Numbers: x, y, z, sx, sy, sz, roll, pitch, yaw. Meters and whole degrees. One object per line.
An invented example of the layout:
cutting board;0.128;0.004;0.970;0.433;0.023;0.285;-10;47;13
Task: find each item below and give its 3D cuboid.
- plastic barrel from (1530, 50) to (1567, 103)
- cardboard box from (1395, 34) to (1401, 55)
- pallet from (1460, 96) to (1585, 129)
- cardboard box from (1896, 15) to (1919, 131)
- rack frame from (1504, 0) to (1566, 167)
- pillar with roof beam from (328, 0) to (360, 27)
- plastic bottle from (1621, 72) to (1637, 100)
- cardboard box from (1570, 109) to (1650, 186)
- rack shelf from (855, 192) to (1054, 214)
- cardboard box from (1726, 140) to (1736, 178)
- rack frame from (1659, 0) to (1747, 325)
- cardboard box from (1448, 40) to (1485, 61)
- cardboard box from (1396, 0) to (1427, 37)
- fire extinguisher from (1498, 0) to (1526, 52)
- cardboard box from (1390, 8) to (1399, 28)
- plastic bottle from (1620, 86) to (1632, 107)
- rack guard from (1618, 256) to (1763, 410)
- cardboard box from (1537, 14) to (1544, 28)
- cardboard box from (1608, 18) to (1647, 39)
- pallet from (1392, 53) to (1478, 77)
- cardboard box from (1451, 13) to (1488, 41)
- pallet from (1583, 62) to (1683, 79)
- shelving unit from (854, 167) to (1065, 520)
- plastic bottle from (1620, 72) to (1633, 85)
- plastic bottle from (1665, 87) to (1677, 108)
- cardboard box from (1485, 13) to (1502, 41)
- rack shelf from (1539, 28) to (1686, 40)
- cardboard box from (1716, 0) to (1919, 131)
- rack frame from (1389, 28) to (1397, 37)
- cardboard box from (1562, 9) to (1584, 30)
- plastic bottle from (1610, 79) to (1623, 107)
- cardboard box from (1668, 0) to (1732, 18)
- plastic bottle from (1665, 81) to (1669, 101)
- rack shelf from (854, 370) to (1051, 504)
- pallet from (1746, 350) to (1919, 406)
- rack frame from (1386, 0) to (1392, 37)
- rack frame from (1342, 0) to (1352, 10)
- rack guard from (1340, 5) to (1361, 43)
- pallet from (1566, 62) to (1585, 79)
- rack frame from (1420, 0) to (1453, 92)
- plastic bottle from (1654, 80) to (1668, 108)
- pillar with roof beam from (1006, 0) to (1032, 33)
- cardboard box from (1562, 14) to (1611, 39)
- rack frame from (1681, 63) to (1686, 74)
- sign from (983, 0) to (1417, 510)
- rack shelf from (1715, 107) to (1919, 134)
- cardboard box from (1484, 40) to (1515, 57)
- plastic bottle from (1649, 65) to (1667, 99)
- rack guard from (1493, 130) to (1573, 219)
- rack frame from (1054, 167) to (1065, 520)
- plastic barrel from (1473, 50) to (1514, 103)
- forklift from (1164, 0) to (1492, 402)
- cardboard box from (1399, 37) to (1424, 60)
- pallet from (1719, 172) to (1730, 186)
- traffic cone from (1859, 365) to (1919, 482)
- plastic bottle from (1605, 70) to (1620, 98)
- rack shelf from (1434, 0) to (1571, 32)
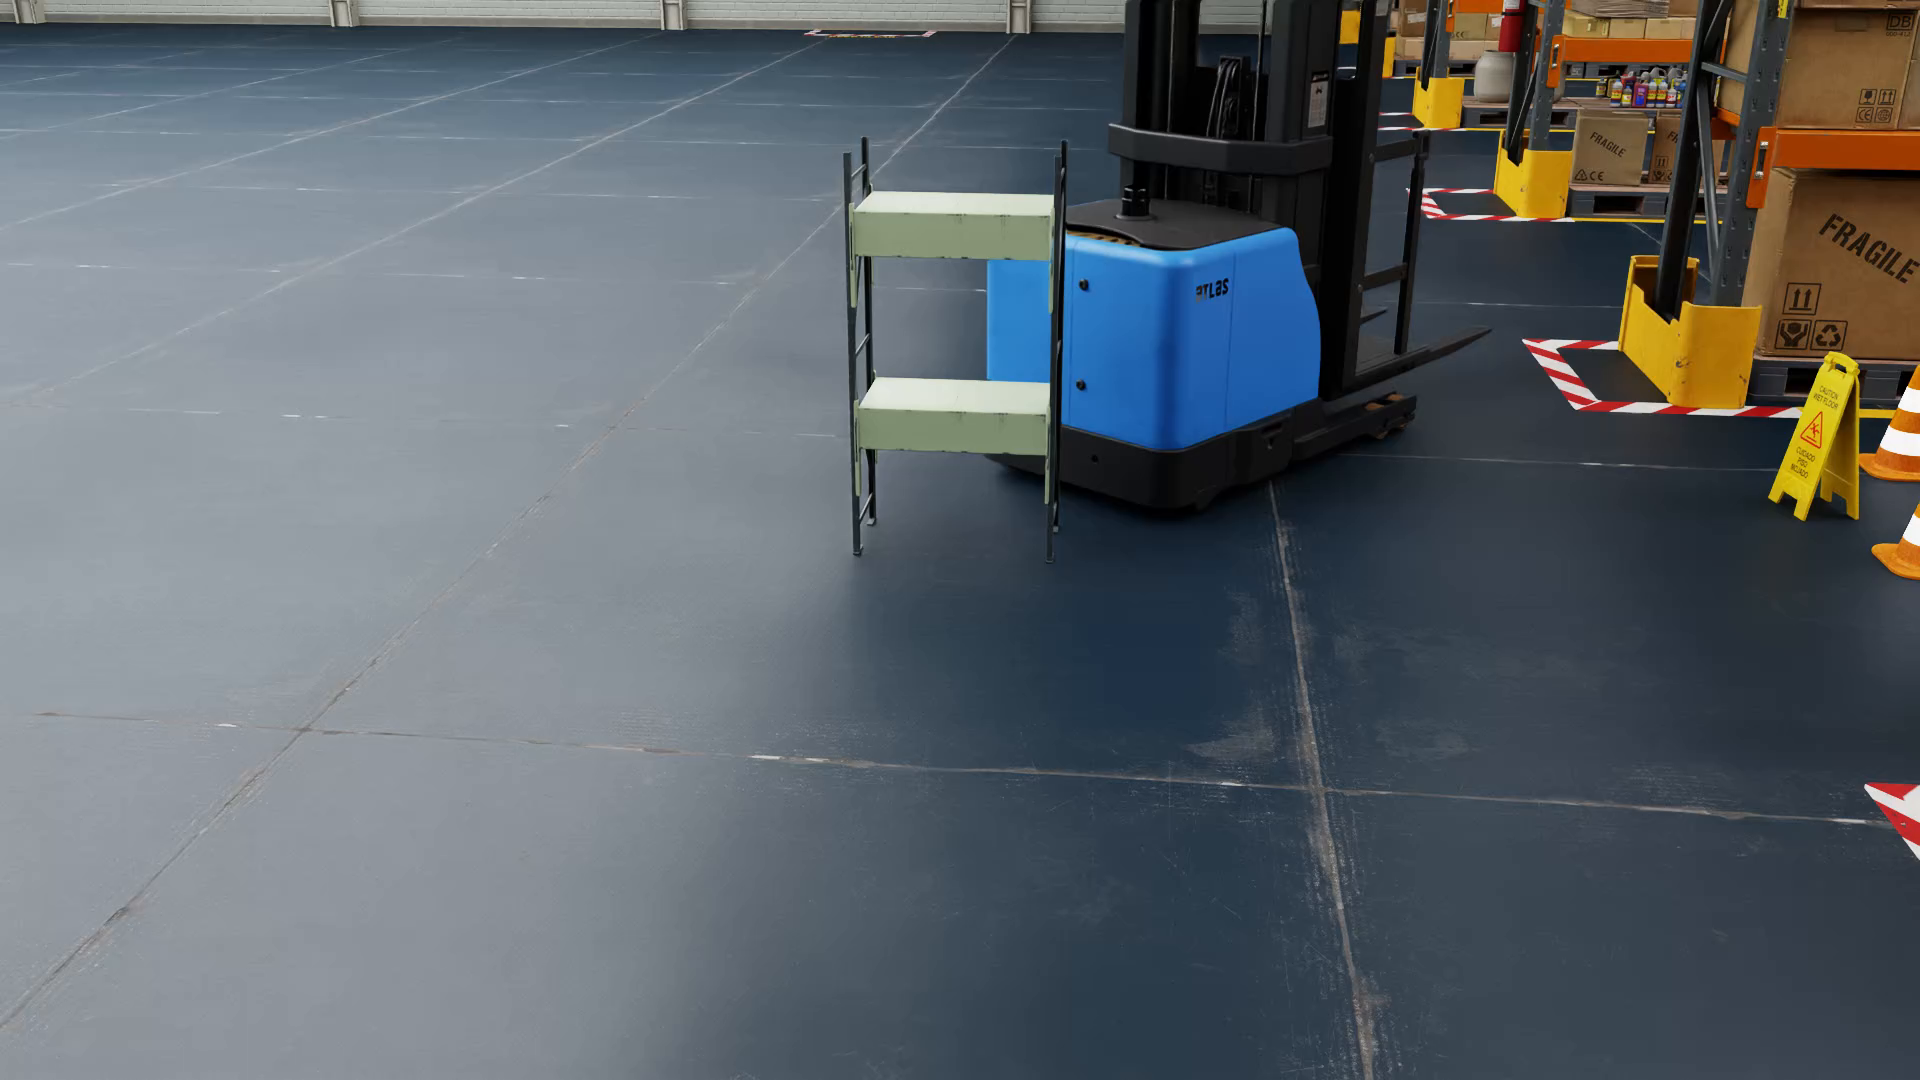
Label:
plastic barrel;6.155;-4.874;17.500;0.421;0.512;0.421;0;22;0
cardboard box;6.148;-6.667;22.392;0.500;0.250;0.500;2;22;6
pallet;5.881;-4.537;17.630;1.213;0.211;1.003;2;22;6
cardboard box;4.650;-2.297;7.966;0.550;0.550;0.875;2;22;6
rack frame;4.411;-4.049;12.602;0.127;3.000;1.000;2;22;6
pillar with roof beam;-11.424;-11.757;23.939;0.400;9.000;9.100;2;22;6
plastic bottle;7.105;-4.820;17.647;0.133;0.283;0.061;2;22;6
cardboard box;5.029;-3.049;12.900;0.500;0.500;0.500;7;23;16
rack shelf;-0.007;-1.152;5.985;0.686;0.124;0.368;2;22;6
cardboard box;6.247;-3.001;12.781;0.500;0.500;0.500;5;22;11
rack frame;3.728;-2.244;8.035;0.053;2.616;0.949;2;22;6
cardboard box;6.584;-6.458;21.863;0.500;0.250;0.500;2;22;6
cardboard box;6.148;-7.017;22.256;0.500;0.500;0.500;2;22;6
fire extinguisher;4.352;-4.186;13.054;0.183;0.674;0.296;2;22;6
cardboard box;6.837;-8.366;26.580;0.500;0.311;0.500;0;22;0
plastic bottle;6.861;-4.564;17.112;0.097;0.201;0.097;0;22;0
rack guard;3.703;-1.081;8.495;0.348;0.500;1.175;2;22;6
cardboard box;7.577;-6.761;21.610;0.500;0.500;0.500;2;22;6
cardboard box;4.912;-3.815;12.352;0.250;0.149;0.380;2;22;6
pallet;6.345;-6.351;22.218;1.213;0.211;1.003;2;22;6
cardboard box;9.523;-6.671;21.382;6.424;0.500;0.536;2;22;6
pallet;8.768;-6.246;21.951;1.213;0.211;1.003;2;22;6
shelving unit;-0.001;-0.698;6.164;0.731;1.308;0.431;2;22;6
plastic bottle;7.117;-4.855;17.747;0.135;0.276;0.152;3;22;7
plastic bottle;7.296;-4.545;17.064;0.097;0.201;0.097;0;22;0
cardboard box;7.082;-6.789;21.680;0.500;0.500;0.500;2;22;6
rack shelf;6.397;-3.752;12.466;3.809;0.052;0.919;2;22;6
cardboard box;4.101;-2.313;8.006;0.550;0.550;0.875;2;22;6
rack frame;7.038;-8.126;26.708;1.213;0.211;1.003;2;22;6
cardboard box;4.719;-3.995;12.807;0.250;0.149;0.380;2;22;6
plastic bottle;6.758;-4.601;17.110;0.097;0.271;0.097;0;22;0
cardboard box;5.465;-4.222;12.499;0.500;0.500;0.875;2;22;6
plastic bottle;7.449;-4.763;17.615;0.097;0.201;0.097;0;22;0
rack shelf;-0.007;-0.395;6.285;0.720;0.370;0.431;2;22;6
pallet;4.531;-0.940;8.530;1.213;0.211;1.003;2;22;6
rack frame;5.581;-7.666;21.750;0.127;3.000;1.000;2;22;6
rack frame;5.579;-8.976;21.245;0.127;5.808;10.885;2;22;6
rack guard;6.236;-8.309;26.776;0.348;0.500;1.175;2;22;6
pallet;7.553;-6.298;22.082;1.213;0.211;1.003;2;22;6
rack frame;4.994;-5.857;17.176;0.127;3.000;1.000;2;22;6
plastic bottle;7.198;-4.582;17.062;0.097;0.271;0.097;0;22;0
pillar with roof beam;0.492;-11.238;22.625;0.400;9.000;9.100;2;22;6
cardboard box;4.666;-3.833;12.397;0.250;0.149;0.380;2;22;6
rack frame;9.553;-7.493;21.312;0.127;3.000;1.000;2;22;6
sign;1.078;-1.733;6.979;2.025;2.768;2.177;2;22;6
rack shelf;5.713;-1.946;7.897;3.809;0.052;0.919;2;22;6
cardboard box;7.081;-6.436;21.808;0.500;0.250;0.500;2;22;6
plastic bottle;7.419;-4.878;17.703;0.185;0.351;0.144;3;22;9
rack guard;4.487;-2.883;13.053;0.348;0.500;1.175;2;22;6
rack frame;0.357;-0.681;6.124;0.010;1.308;0.380;2;22;6
plastic barrel;5.657;-4.895;17.555;0.421;0.512;0.421;0;22;0
forklift;1.480;-1.935;7.348;1.121;2.935;3.031;19;29;40
cardboard box;6.087;-6.478;21.914;0.500;0.250;0.500;2;22;6
pallet;6.498;-2.647;12.849;1.213;0.211;1.003;2;22;6
traffic cone;4.088;-0.521;7.129;0.334;0.463;0.336;2;22;6
plastic bottle;6.988;-4.881;17.802;0.133;0.283;0.061;3;22;8
rack shelf;6.980;-5.436;17.089;4.000;0.370;1.077;2;22;6
